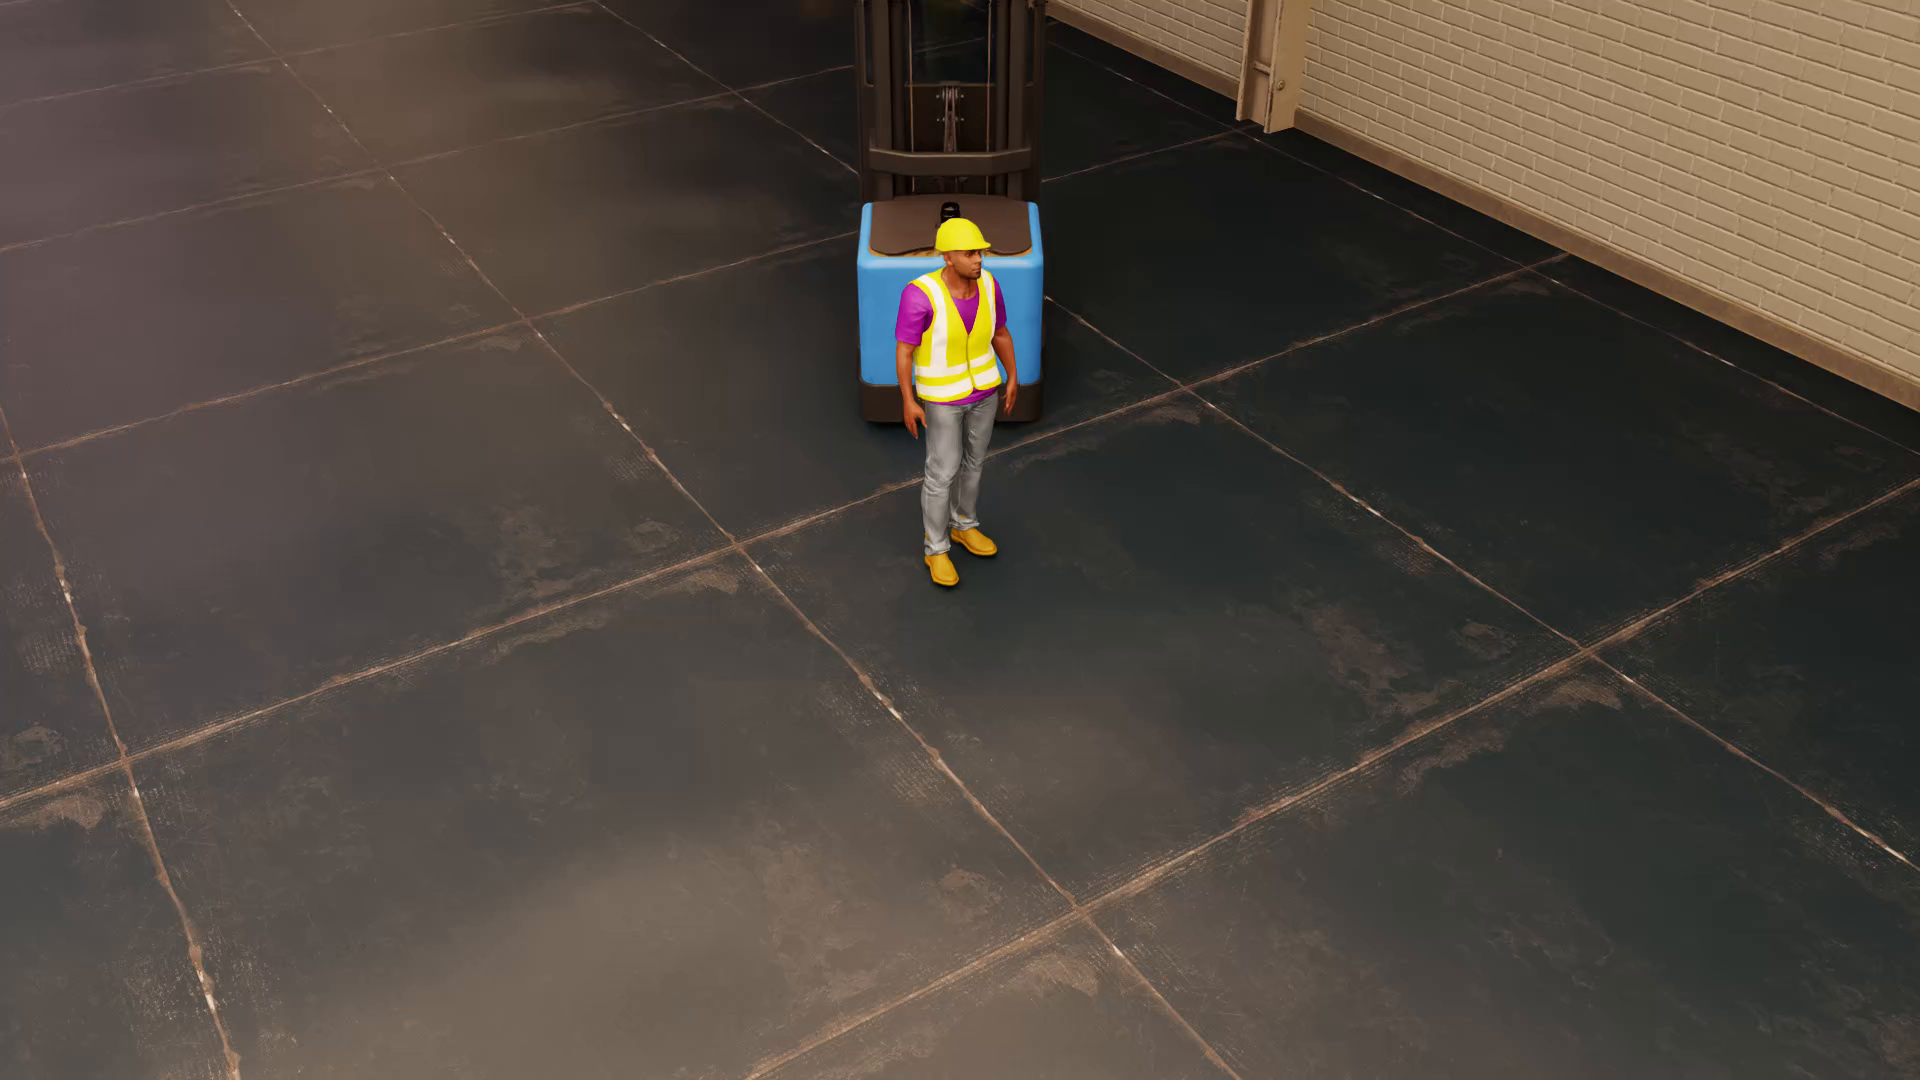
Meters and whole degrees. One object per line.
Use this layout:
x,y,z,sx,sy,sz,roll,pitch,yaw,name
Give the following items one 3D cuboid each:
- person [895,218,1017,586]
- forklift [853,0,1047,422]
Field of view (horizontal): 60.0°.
0.034,-0.693,8.135,0.665,1.769,0.574,-21,40,-27,person
-0.061,-2.687,9.971,1.130,2.935,3.031,0,35,0,forklift
